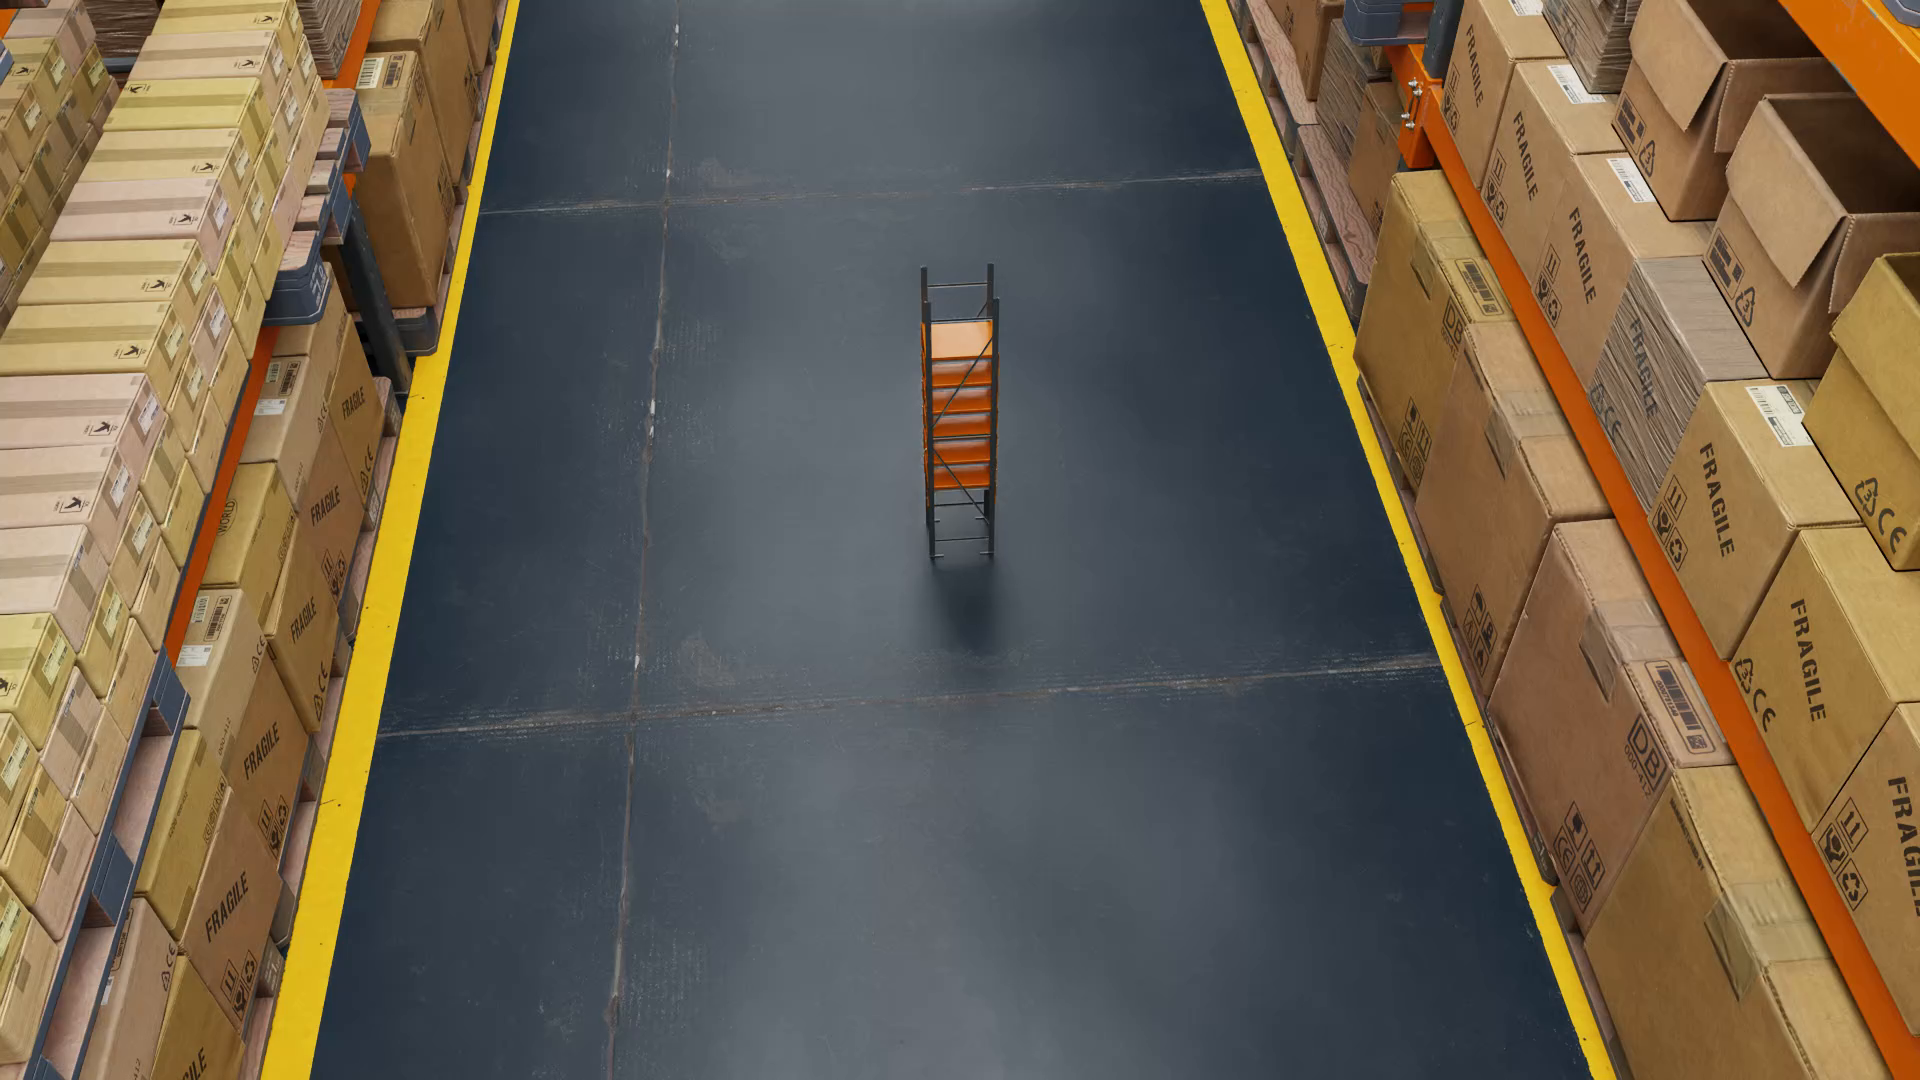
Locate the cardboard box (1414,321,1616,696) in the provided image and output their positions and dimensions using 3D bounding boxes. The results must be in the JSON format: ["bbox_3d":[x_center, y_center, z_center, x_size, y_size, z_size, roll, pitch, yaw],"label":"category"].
[{"bbox_3d":[2.295,-0.131,5.483,1.225,0.875,0.875,-3,47,-3],"label":"cardboard box"}]

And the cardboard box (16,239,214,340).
[{"bbox_3d":[-2.156,-0.635,4.260,0.380,0.149,0.250,-1,47,-1],"label":"cardboard box"}]

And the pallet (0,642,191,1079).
[{"bbox_3d":[-2.344,0.763,3.593,1.003,0.211,1.213,-3,47,-3],"label":"pallet"}]

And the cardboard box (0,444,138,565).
[{"bbox_3d":[-2.088,-0.070,3.724,0.380,0.149,0.250,-4,47,-4],"label":"cardboard box"}]

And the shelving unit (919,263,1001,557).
[{"bbox_3d":[-0.001,-0.423,5.824,0.258,1.200,0.189,-3,47,-3],"label":"shelving unit"}]

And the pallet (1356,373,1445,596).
[{"bbox_3d":[2.182,-0.330,6.417,1.003,0.211,1.213,-3,47,-3],"label":"pallet"}]

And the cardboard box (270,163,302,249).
[{"bbox_3d":[-2.219,-0.998,5.013,0.380,0.149,0.250,-3,47,-3],"label":"cardboard box"}]

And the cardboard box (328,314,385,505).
[{"bbox_3d":[-2.444,-0.460,6.052,0.500,0.500,0.500,-4,47,-3],"label":"cardboard box"}]

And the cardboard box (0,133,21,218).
[{"bbox_3d":[-2.851,-0.988,4.594,0.380,0.149,0.250,-5,47,-5],"label":"cardboard box"}]

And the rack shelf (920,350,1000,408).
[{"bbox_3d":[-0.001,-0.558,5.682,0.258,0.103,0.180,-3,47,-3],"label":"rack shelf"}]

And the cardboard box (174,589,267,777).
[{"bbox_3d":[-2.309,0.411,4.711,0.500,0.250,0.500,-2,47,-2],"label":"cardboard box"}]

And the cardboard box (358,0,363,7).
[{"bbox_3d":[-2.574,-2.378,6.368,0.500,0.500,0.500,-4,47,-4],"label":"cardboard box"}]

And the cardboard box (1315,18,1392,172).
[{"bbox_3d":[2.056,-2.039,7.534,0.700,0.500,0.500,-7,47,-7],"label":"cardboard box"}]

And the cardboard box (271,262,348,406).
[{"bbox_3d":[-2.441,-0.699,5.762,0.500,0.250,0.500,-4,47,-4],"label":"cardboard box"}]

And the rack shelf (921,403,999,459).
[{"bbox_3d":[-0.001,-0.392,5.857,0.258,0.103,0.180,-3,47,-3],"label":"rack shelf"}]

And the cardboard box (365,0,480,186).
[{"bbox_3d":[-2.797,-2.084,7.418,1.050,0.750,0.750,-3,47,-3],"label":"cardboard box"}]

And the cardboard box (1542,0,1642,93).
[{"bbox_3d":[2.236,-1.713,5.046,0.797,0.503,0.637,-2,47,-2],"label":"cardboard box"}]

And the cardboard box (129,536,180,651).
[{"bbox_3d":[-2.087,0.141,3.935,0.380,0.149,0.250,-5,47,-5],"label":"cardboard box"}]

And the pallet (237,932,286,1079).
[{"bbox_3d":[-2.491,1.655,4.538,1.003,0.211,1.213,-3,47,-3],"label":"pallet"}]

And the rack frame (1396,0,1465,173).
[{"bbox_3d":[2.191,-1.863,5.949,1.000,3.000,0.127,-3,47,-3],"label":"rack frame"}]

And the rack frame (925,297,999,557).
[{"bbox_3d":[0.006,-0.357,5.762,0.240,1.200,0.006,-3,47,-3],"label":"rack frame"}]

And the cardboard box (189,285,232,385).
[{"bbox_3d":[-2.154,-0.533,4.367,0.380,0.149,0.250,-2,47,-2],"label":"cardboard box"}]

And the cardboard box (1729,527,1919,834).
[{"bbox_3d":[2.180,0.316,3.816,0.500,0.500,0.500,-2,47,-2],"label":"cardboard box"}]

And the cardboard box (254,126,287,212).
[{"bbox_3d":[-2.216,-1.082,4.888,0.380,0.149,0.250,-2,47,-2],"label":"cardboard box"}]

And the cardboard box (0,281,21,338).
[{"bbox_3d":[-2.829,-0.580,4.617,0.380,0.149,0.250,-2,47,-2],"label":"cardboard box"}]

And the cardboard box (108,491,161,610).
[{"bbox_3d":[-2.092,0.028,3.836,0.380,0.149,0.250,-2,47,-2],"label":"cardboard box"}]

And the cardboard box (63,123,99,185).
[{"bbox_3d":[-2.901,-1.163,5.169,0.380,0.149,0.250,-1,47,-1],"label":"cardboard box"}]

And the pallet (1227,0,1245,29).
[{"bbox_3d":[1.923,-3.235,9.169,1.003,0.211,1.213,-3,47,-3],"label":"pallet"}]

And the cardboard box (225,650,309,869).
[{"bbox_3d":[-2.326,0.662,4.989,0.500,0.500,0.500,-3,47,-3],"label":"cardboard box"}]

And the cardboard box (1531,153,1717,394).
[{"bbox_3d":[2.053,-0.786,4.860,0.500,0.500,0.500,-4,47,-4],"label":"cardboard box"}]

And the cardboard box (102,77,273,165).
[{"bbox_3d":[-2.221,-1.200,4.794,0.380,0.149,0.250,-2,47,-2],"label":"cardboard box"}]

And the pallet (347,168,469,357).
[{"bbox_3d":[-2.751,-1.251,7.290,1.003,0.211,1.213,-3,47,-3],"label":"pallet"}]

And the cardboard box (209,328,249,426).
[{"bbox_3d":[-2.158,-0.436,4.481,0.380,0.149,0.250,-2,47,-2],"label":"cardboard box"}]

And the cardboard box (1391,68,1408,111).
[{"bbox_3d":[2.105,-1.896,6.882,0.500,0.250,0.500,-2,47,-2],"label":"cardboard box"}]

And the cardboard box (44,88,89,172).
[{"bbox_3d":[-2.894,-1.237,5.035,0.380,0.149,0.250,-1,47,-1],"label":"cardboard box"}]

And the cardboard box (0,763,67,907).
[{"bbox_3d":[-2.023,0.598,3.296,0.380,0.149,0.250,-4,47,-4],"label":"cardboard box"}]

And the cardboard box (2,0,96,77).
[{"bbox_3d":[-2.914,-1.548,5.125,0.380,0.149,0.250,-3,47,-3],"label":"cardboard box"}]

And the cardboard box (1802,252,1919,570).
[{"bbox_3d":[2.419,-0.308,3.716,0.797,0.503,0.637,-3,47,-3],"label":"cardboard box"}]

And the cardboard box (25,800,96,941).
[{"bbox_3d":[-2.028,0.688,3.417,0.380,0.149,0.250,-3,47,-3],"label":"cardboard box"}]

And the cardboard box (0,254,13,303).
[{"bbox_3d":[-2.827,-0.682,4.509,0.380,0.149,0.250,-3,47,-3],"label":"cardboard box"}]

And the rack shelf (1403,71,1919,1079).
[{"bbox_3d":[2.359,-0.169,4.840,1.077,0.370,4.000,-3,47,-3],"label":"rack shelf"}]

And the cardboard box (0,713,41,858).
[{"bbox_3d":[-2.029,0.482,3.202,0.380,0.149,0.250,-2,47,-2],"label":"cardboard box"}]
